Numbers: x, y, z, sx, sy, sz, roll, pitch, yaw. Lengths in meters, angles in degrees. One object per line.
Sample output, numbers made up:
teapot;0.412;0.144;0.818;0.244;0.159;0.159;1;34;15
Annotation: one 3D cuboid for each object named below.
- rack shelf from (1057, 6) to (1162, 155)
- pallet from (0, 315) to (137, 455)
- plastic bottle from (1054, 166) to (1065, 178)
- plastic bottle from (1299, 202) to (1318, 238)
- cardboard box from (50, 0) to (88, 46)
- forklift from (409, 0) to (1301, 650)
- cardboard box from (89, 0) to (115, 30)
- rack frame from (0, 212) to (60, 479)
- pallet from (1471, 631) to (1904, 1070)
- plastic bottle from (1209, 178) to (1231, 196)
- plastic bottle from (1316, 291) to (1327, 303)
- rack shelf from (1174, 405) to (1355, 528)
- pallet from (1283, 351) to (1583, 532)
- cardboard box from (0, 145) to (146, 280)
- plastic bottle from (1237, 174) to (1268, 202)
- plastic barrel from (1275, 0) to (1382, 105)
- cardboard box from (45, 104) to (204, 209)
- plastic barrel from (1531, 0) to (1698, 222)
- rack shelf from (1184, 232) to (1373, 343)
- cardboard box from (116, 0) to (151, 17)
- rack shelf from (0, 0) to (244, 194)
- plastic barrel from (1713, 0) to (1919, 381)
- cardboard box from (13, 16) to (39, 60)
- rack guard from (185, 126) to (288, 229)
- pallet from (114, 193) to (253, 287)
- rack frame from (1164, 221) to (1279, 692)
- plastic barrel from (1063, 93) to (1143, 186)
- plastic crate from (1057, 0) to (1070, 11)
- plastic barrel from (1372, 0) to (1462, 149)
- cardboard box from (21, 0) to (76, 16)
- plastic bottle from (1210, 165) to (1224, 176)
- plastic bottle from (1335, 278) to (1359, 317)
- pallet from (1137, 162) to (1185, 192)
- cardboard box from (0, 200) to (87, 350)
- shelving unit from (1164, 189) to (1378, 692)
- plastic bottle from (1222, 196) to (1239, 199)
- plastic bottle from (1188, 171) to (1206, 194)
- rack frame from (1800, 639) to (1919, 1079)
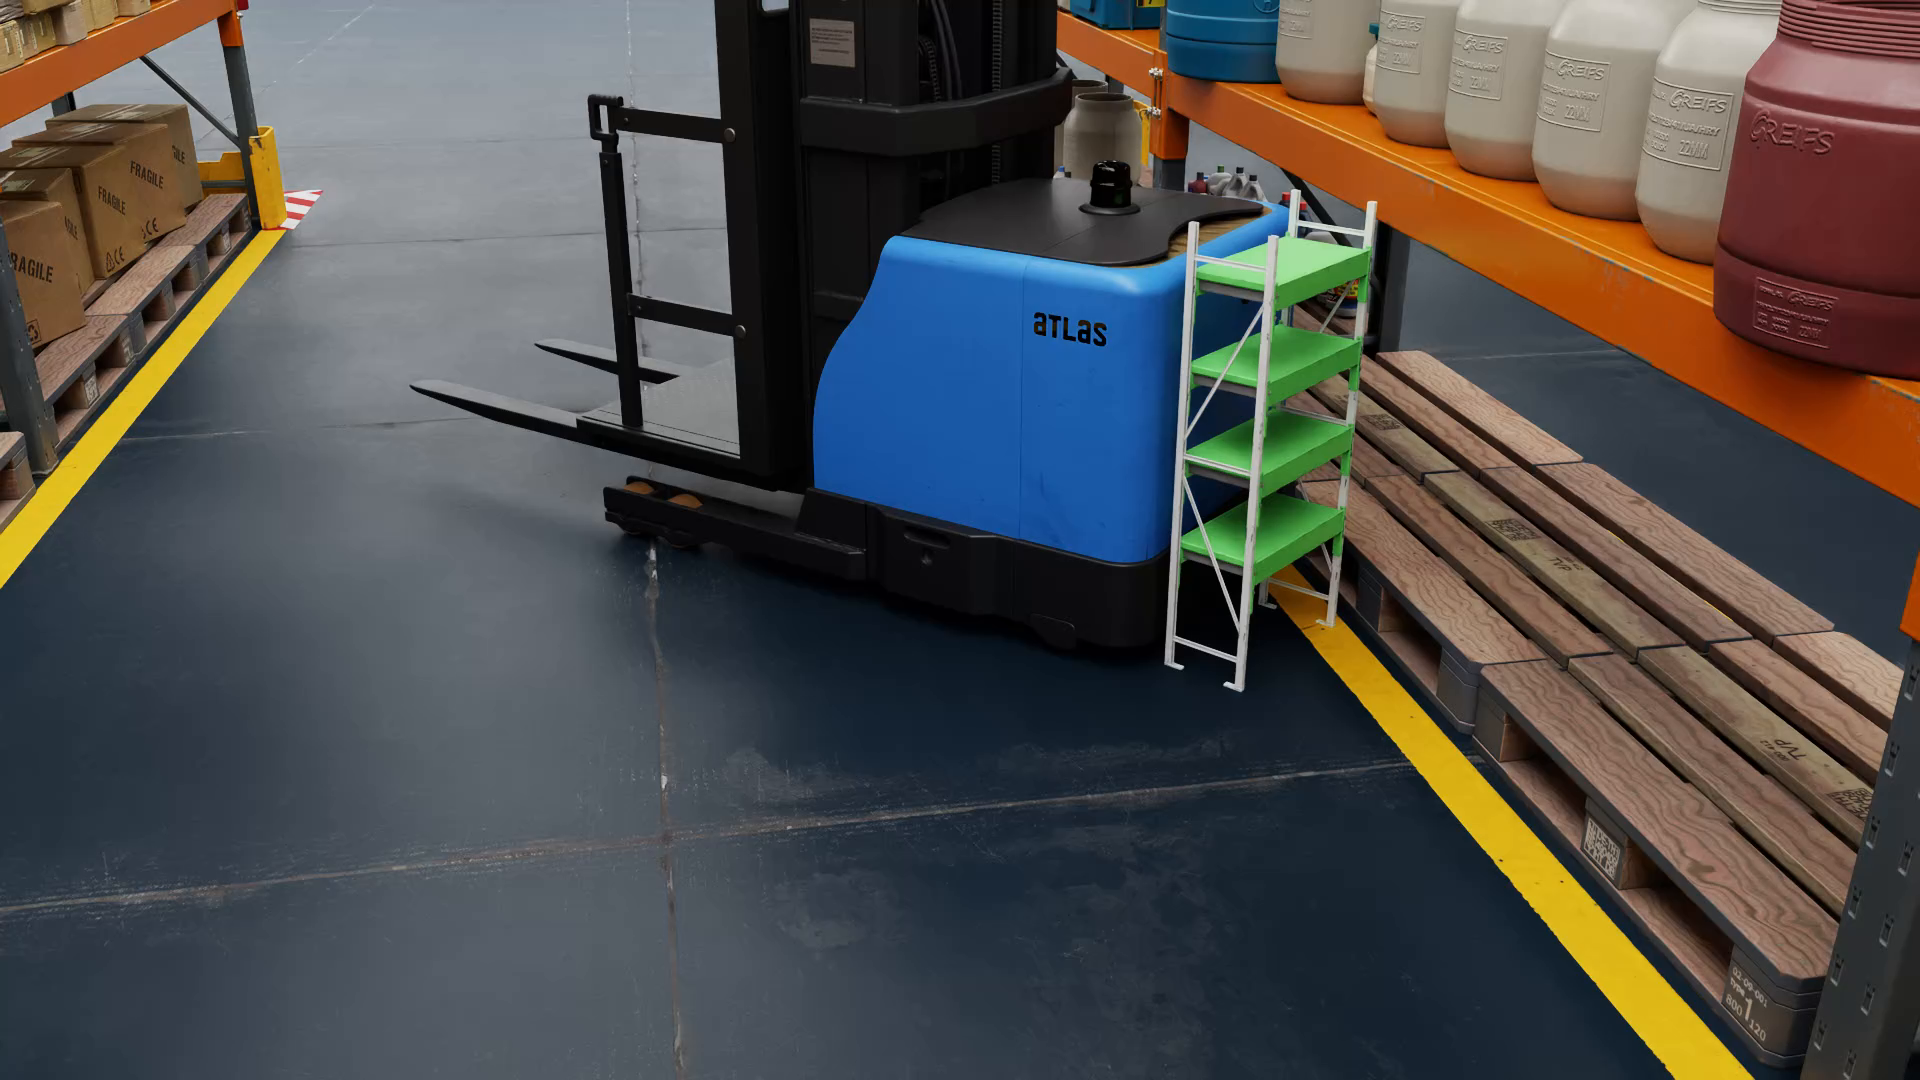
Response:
rack shelf;0.848;-2.401;7.899;1.077;0.370;4.000;-4;24;-10
pallet;-3.809;-0.562;6.272;1.003;0.211;1.213;-4;24;-10
plastic bottle;0.507;-1.733;8.329;0.097;0.271;0.097;0;24;0
plastic bottle;1.476;-1.280;7.194;0.144;0.351;0.185;-4;24;-8
cardboard box;-3.562;-1.964;6.313;0.380;0.149;0.250;-4;24;-10
forklift;-0.526;-1.479;4.974;3.031;2.935;1.130;14;27;30
cardboard box;-3.685;-2.159;6.759;0.380;0.149;0.250;-4;24;-10
rack frame;-3.650;-1.578;5.115;1.000;3.000;0.127;-4;24;-10
pallet;1.852;0.599;3.614;1.003;0.211;1.213;-4;24;-10
plastic bottle;1.294;-1.626;8.077;0.152;0.276;0.135;-5;24;-11
plastic bottle;1.552;-1.101;6.971;0.097;0.201;0.097;0;24;0
rack shelf;0.804;-0.202;4.373;0.258;0.148;0.480;19;30;36
pallet;1.401;-0.361;5.812;1.003;0.211;1.213;-4;24;-10
cardboard box;-4.049;-1.471;7.469;0.500;0.500;0.500;-2;24;-5
plastic bottle;1.363;-1.522;7.747;0.144;0.351;0.185;-4;24;-10
plastic barrel;1.179;-1.614;5.028;0.433;0.535;0.433;0;24;0
cardboard box;-4.291;-1.951;8.568;0.500;0.500;0.500;0;24;0
plastic barrel;1.479;-0.977;3.599;0.421;0.512;0.421;0;24;0
rack shelf;0.804;-0.642;4.181;0.258;0.148;0.480;19;30;36
cardboard box;-3.754;-2.357;7.213;0.380;0.149;0.250;-4;24;-10
rack shelf;-4.020;-2.035;7.060;1.077;0.370;4.000;-4;24;-10
plastic barrel;1.574;-0.594;2.691;0.600;0.536;0.708;-4;24;-10
cardboard box;-3.501;-1.765;5.858;0.380;0.149;0.250;-4;24;-10
rack guard;-4.376;-1.976;9.149;1.175;0.500;0.348;-4;24;-10
pallet;-4.260;-1.521;8.469;1.003;0.211;1.213;-4;24;-10
rack frame;0.647;-0.186;4.176;0.240;1.200;0.015;19;30;36
plastic barrel;0.767;-2.120;8.939;0.421;0.512;0.421;0;24;0
plastic crate;0.668;-2.444;7.427;0.530;0.136;0.437;-4;24;-10
plastic barrel;1.315;-1.326;4.368;0.433;0.535;0.433;0;24;0
cardboard box;-3.730;-2.141;5.907;0.875;0.500;0.500;-4;24;-10
plastic bottle;1.288;-1.740;8.330;0.061;0.283;0.133;-4;24;-8
plastic bottle;1.589;-1.054;6.774;0.097;0.271;0.097;0;24;0
pallet;0.683;-1.894;9.322;1.003;0.211;1.213;-4;24;-10
cardboard box;-3.798;-1.010;6.413;0.500;0.500;0.500;3;24;7
shelving unit;0.804;-0.260;4.347;0.258;1.200;0.503;19;30;36
plastic bottle;1.222;-1.467;7.714;0.152;0.276;0.135;-4;24;-10
plastic bottle;1.163;-1.675;8.182;0.061;0.283;0.133;-4;24;-10
rack frame;1.954;-0.371;2.351;0.949;2.616;0.053;-4;24;-10
